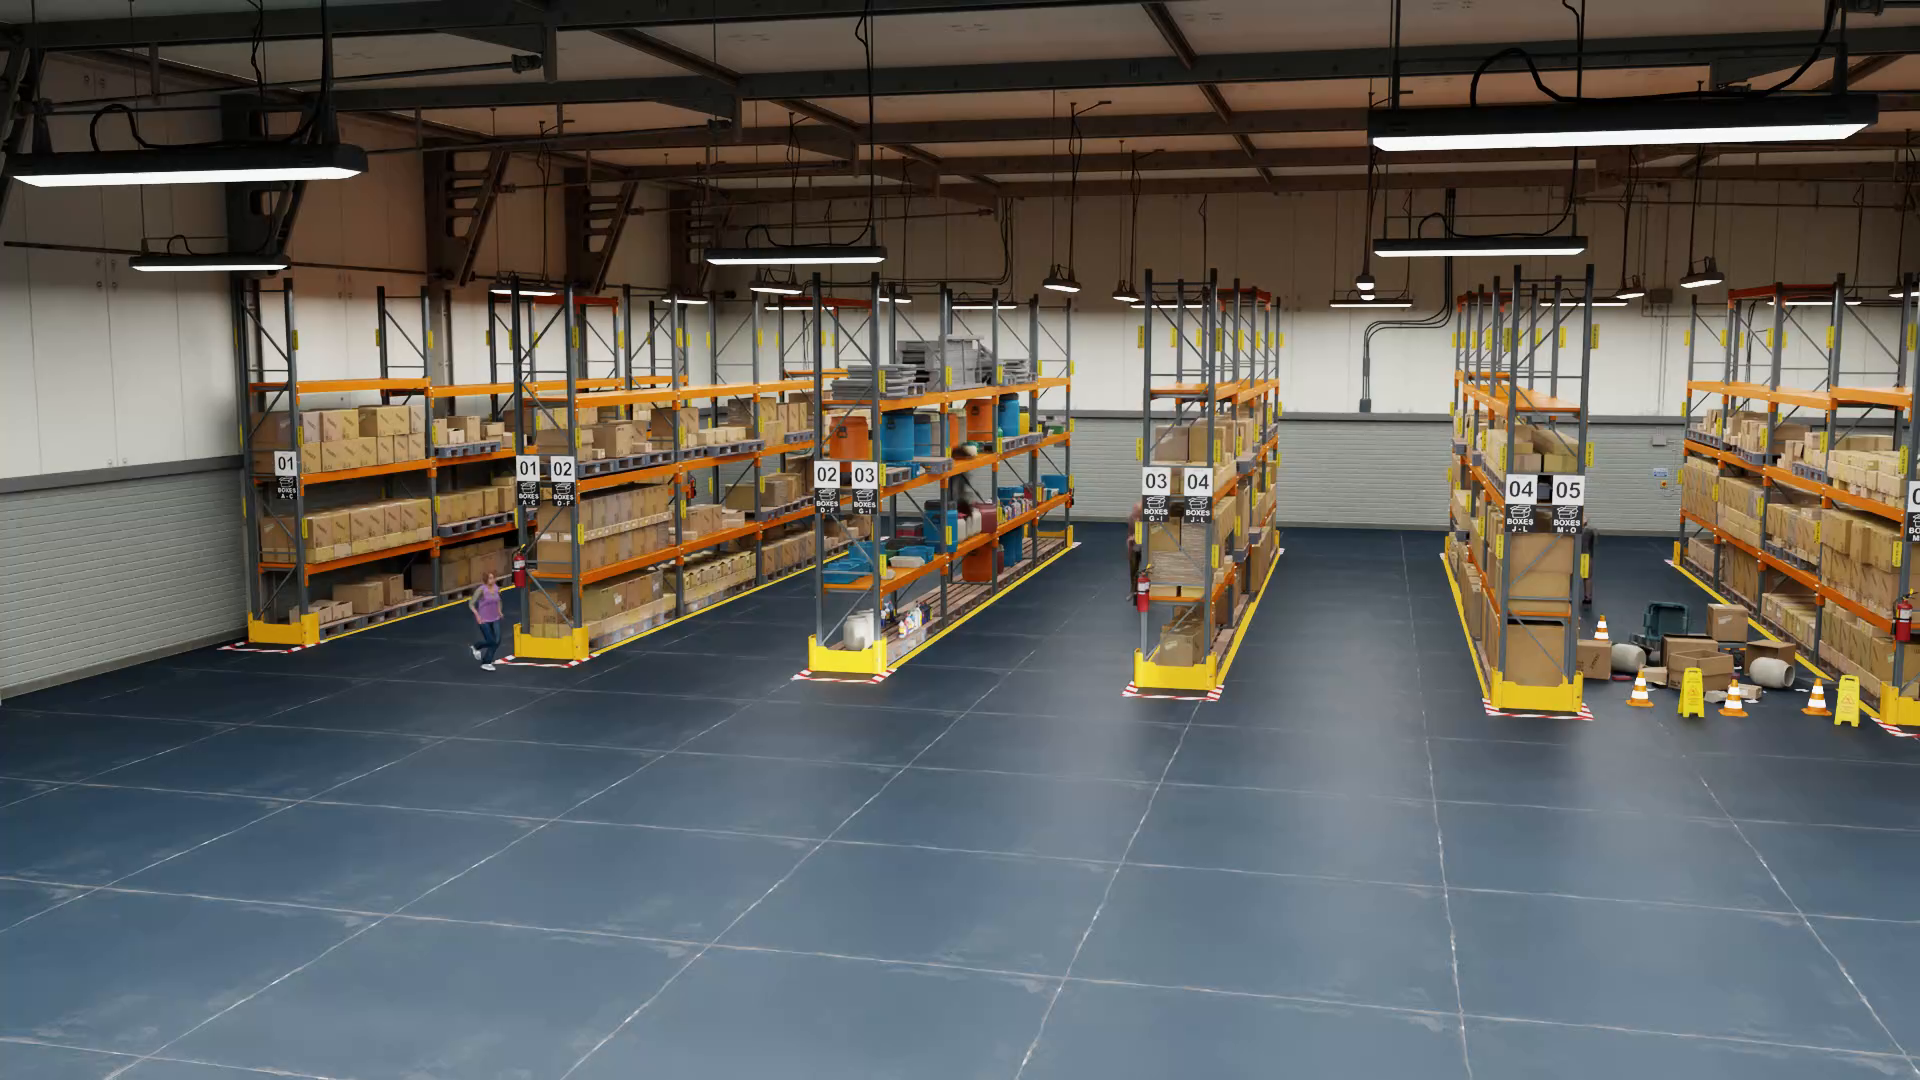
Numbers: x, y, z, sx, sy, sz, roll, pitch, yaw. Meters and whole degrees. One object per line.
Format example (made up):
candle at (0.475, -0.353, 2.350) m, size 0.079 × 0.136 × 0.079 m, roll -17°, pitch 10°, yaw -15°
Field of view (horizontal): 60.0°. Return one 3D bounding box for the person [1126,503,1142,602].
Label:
person at (3.343, 0.208, 30.633) m, size 0.662 × 1.814 × 0.958 m, roll 4°, pitch 8°, yaw 31°

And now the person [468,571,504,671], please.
person at (-7.232, 1.219, 25.367) m, size 0.563 × 1.532 × 0.548 m, roll 6°, pitch 9°, yaw 41°

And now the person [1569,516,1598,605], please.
person at (11.751, 0.410, 31.437) m, size 0.650 × 1.691 × 0.977 m, roll 1°, pitch 7°, yaw 8°
